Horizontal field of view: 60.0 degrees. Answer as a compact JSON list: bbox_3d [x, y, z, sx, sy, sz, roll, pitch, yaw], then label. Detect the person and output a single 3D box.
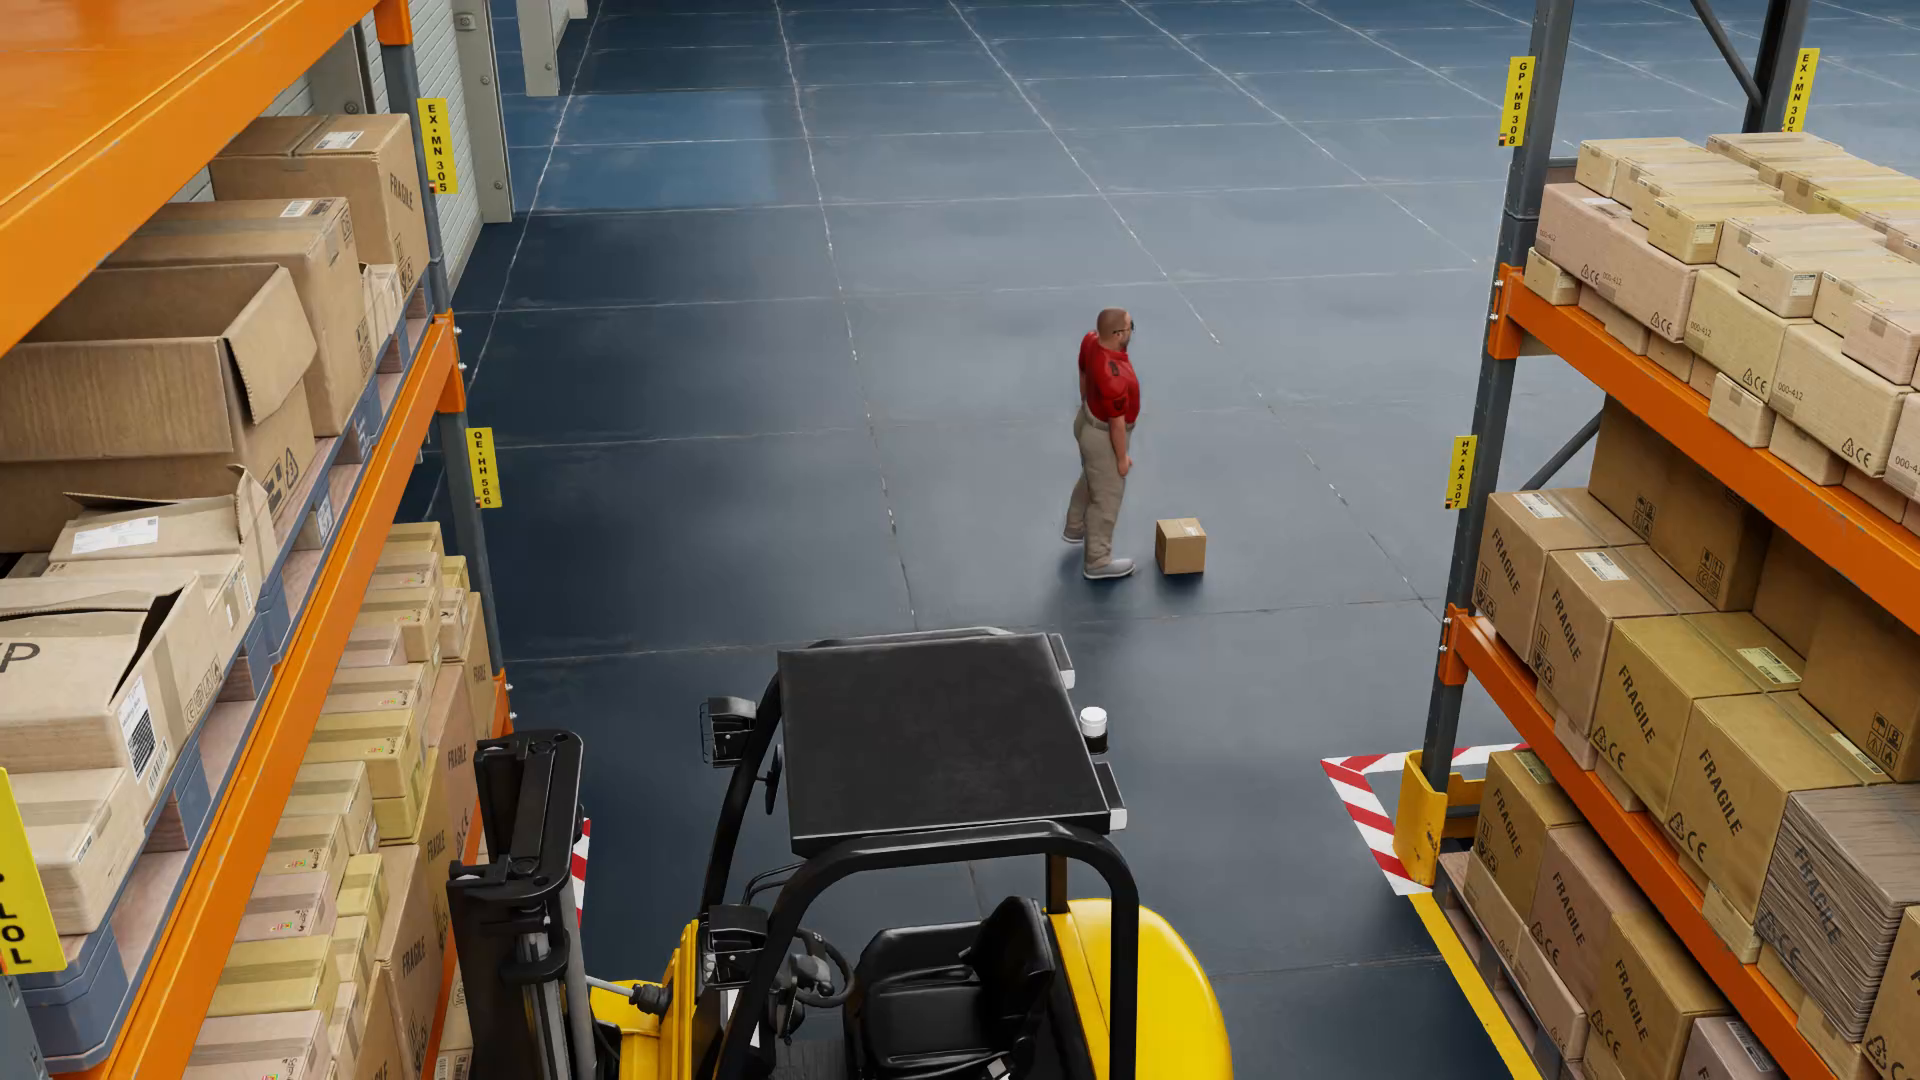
[{"bbox_3d":[0.864,-0.610,9.822,0.380,1.726,0.698,-3,27,-6],"label":"person"}]
